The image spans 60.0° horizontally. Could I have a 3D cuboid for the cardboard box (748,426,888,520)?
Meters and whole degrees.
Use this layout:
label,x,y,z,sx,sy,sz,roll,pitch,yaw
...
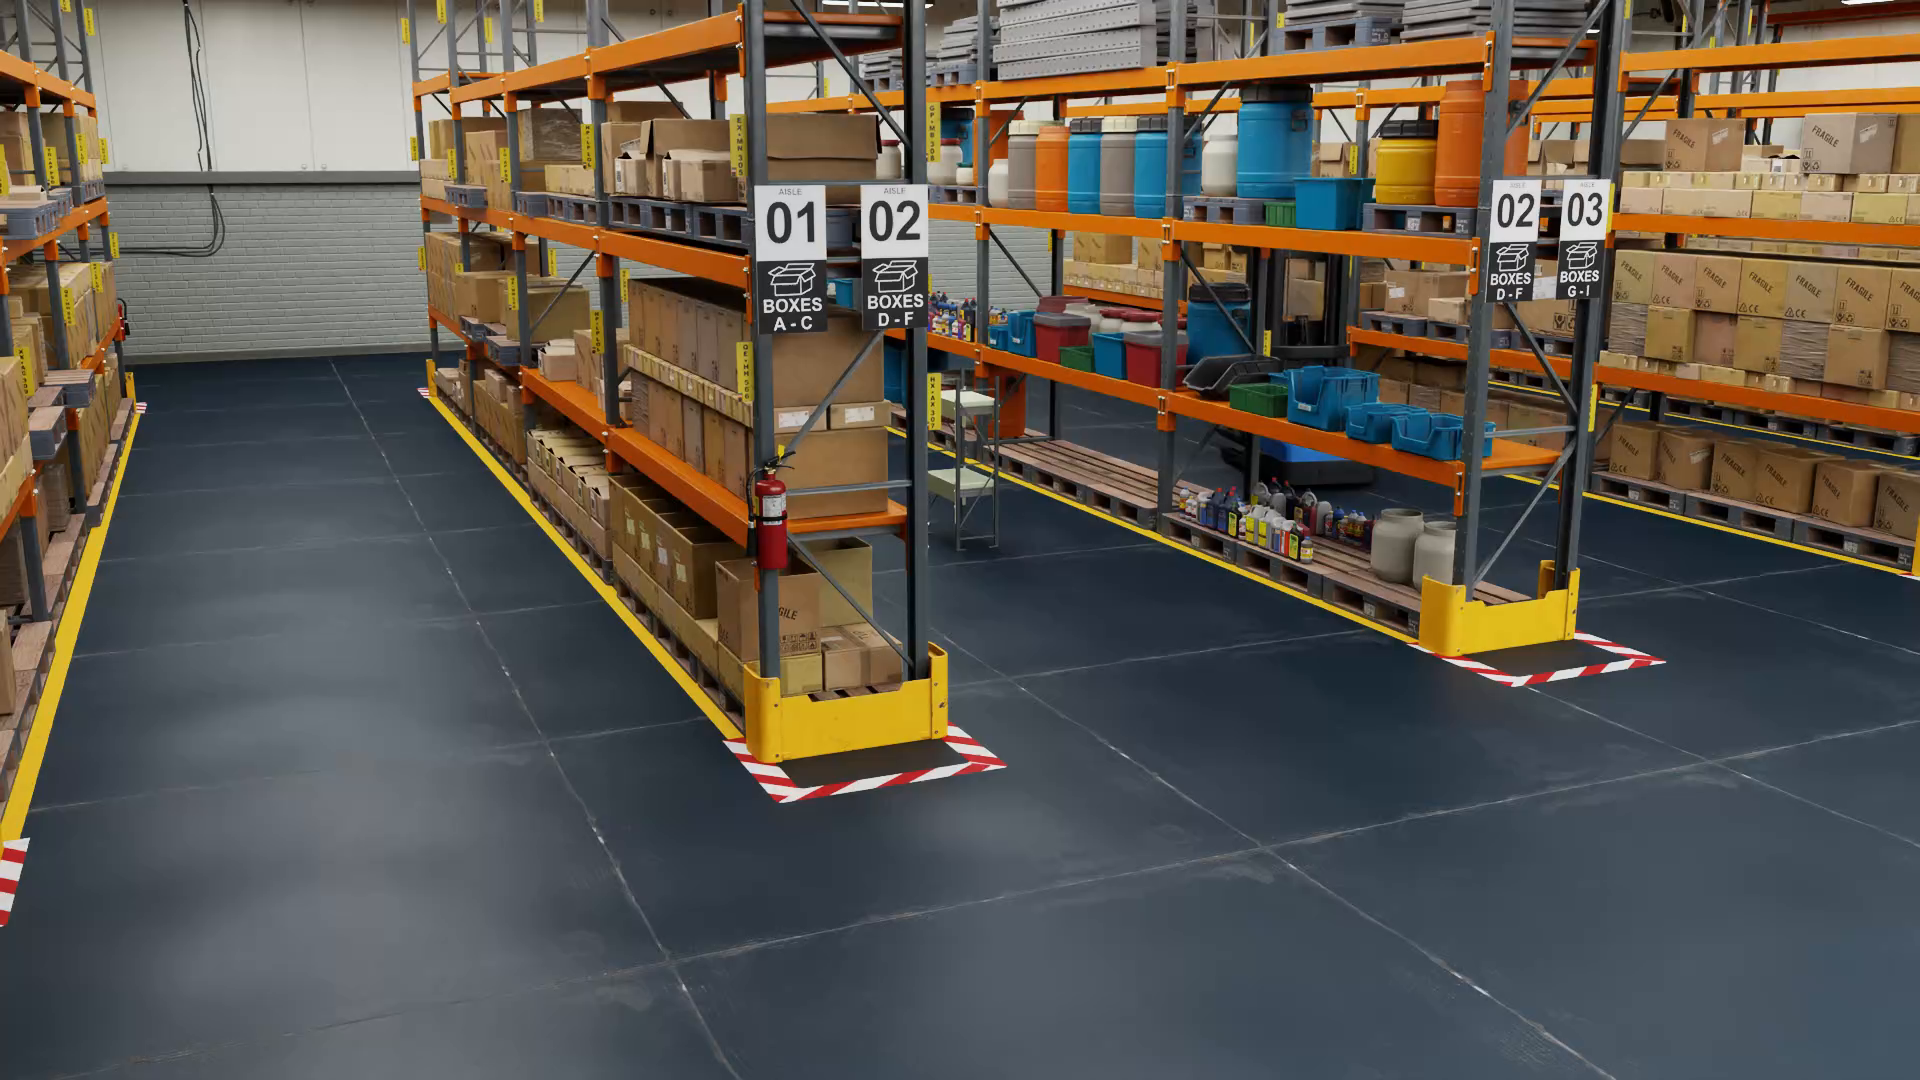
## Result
label,x,y,z,sx,sy,sz,roll,pitch,yaw
cardboard box,-0.842,-0.432,9.863,0.700,0.500,0.500,-6,14,-23

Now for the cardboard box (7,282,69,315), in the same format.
label,x,y,z,sx,sy,sz,roll,pitch,yaw
cardboard box,-8.366,-2.182,15.058,0.500,0.250,0.500,-5,14,-22

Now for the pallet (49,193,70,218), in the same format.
label,x,y,z,sx,sy,sz,roll,pitch,yaw
pallet,-8.715,-2.988,14.895,1.213,0.211,1.003,-5,14,-20

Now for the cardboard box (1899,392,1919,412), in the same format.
label,x,y,z,sx,sy,sz,roll,pitch,yaw
cardboard box,8.009,-1.149,13.741,0.380,0.149,0.250,-6,14,-23

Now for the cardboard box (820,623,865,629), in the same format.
label,x,y,z,sx,sy,sz,roll,pitch,yaw
cardboard box,-0.881,0.615,10.726,0.500,0.250,0.500,-6,14,-23

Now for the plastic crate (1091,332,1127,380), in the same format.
label,x,y,z,sx,sy,sz,roll,pitch,yaw
plastic crate,1.544,-1.751,15.818,0.392,0.384,0.575,-6,14,-23

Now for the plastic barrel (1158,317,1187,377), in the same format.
label,x,y,z,sx,sy,sz,roll,pitch,yaw
plastic barrel,2.089,-1.843,15.878,0.433,0.535,0.433,0,13,0

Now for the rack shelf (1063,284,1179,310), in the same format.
label,x,y,z,sx,sy,sz,roll,pitch,yaw
rack shelf,2.804,-3.722,25.894,1.077,0.370,4.000,-6,14,-23

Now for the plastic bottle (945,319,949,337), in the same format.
label,x,y,z,sx,sy,sz,roll,pitch,yaw
plastic bottle,-0.123,-2.467,19.318,0.097,0.201,0.097,0,13,0

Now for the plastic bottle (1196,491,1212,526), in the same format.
label,x,y,z,sx,sy,sz,roll,pitch,yaw
plastic bottle,2.152,-0.277,14.477,0.152,0.276,0.135,-5,14,-21

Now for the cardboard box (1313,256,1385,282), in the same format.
label,x,y,z,sx,sy,sz,roll,pitch,yaw
cardboard box,4.929,-3.523,20.992,0.797,0.503,0.637,-5,14,-21

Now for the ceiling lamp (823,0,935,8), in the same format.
label,x,y,z,sx,sy,sz,roll,pitch,yaw
ceiling lamp,-1.303,-10.587,27.710,2.000,3.185,0.800,-6,14,-23

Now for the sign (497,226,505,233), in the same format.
label,x,y,z,sx,sy,sz,roll,pitch,yaw
sign,-6.559,-4.356,23.768,0.100,0.325,0.005,-6,14,-23

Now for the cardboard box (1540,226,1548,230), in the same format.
label,x,y,z,sx,sy,sz,roll,pitch,yaw
cardboard box,11.014,-5.792,30.802,0.500,0.500,0.500,-6,14,-24

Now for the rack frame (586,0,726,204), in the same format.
label,x,y,z,sx,sy,sz,roll,pitch,yaw
rack frame,-2.269,-4.035,12.347,1.000,3.000,0.127,-6,14,-23

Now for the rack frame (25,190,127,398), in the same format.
label,x,y,z,sx,sy,sz,roll,pitch,yaw
rack frame,-11.613,-3.143,21.799,1.000,3.000,0.127,-6,14,-23

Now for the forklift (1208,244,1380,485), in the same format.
label,x,y,z,sx,sy,sz,roll,pitch,yaw
forklift,3.547,-2.269,18.175,1.130,2.935,3.031,-2,13,-10

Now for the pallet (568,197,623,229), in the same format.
label,x,y,z,sx,sy,sz,roll,pitch,yaw
pallet,-2.634,-2.662,13.489,0.805,0.209,1.217,-6,14,-25

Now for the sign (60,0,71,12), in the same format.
label,x,y,z,sx,sy,sz,roll,pitch,yaw
sign,-9.519,-5.785,17.660,0.100,0.325,0.005,-6,14,-23

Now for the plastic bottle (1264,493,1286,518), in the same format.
label,x,y,z,sx,sy,sz,roll,pitch,yaw
plastic bottle,2.744,-0.281,14.497,0.152,0.276,0.135,-6,14,-23

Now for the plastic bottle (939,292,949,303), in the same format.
label,x,y,z,sx,sy,sz,roll,pitch,yaw
plastic bottle,-0.191,-2.989,21.242,0.144,0.351,0.185,-6,14,-23

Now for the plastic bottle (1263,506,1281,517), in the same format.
label,x,y,z,sx,sy,sz,roll,pitch,yaw
plastic bottle,2.586,-0.134,13.861,0.152,0.276,0.135,-6,14,-23

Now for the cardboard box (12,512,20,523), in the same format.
label,x,y,z,sx,sy,sz,roll,pitch,yaw
cardboard box,-7.369,0.087,12.411,0.700,0.500,0.500,-6,14,-24

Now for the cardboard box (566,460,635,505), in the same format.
label,x,y,z,sx,sy,sz,roll,pitch,yaw
cardboard box,-3.106,-0.519,14.381,0.500,0.311,0.500,-6,14,-23

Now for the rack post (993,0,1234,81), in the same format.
label,x,y,z,sx,sy,sz,roll,pitch,yaw
rack post,1.403,-4.978,15.979,1.013,1.000,3.121,-6,14,-23

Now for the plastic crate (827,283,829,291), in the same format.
label,x,y,z,sx,sy,sz,roll,pitch,yaw
plastic crate,-2.091,-3.571,23.885,0.416,0.233,0.300,-6,14,-23

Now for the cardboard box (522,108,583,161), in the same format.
label,x,y,z,sx,sy,sz,roll,pitch,yaw
cardboard box,-4.040,-4.027,16.524,0.500,0.500,0.500,-6,14,-23

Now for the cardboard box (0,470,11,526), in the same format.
label,x,y,z,sx,sy,sz,roll,pitch,yaw
cardboard box,-5.729,-0.220,9.458,0.500,0.250,0.500,-5,14,-22

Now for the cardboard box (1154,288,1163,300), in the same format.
label,x,y,z,sx,sy,sz,roll,pitch,yaw
cardboard box,3.079,-3.623,24.430,0.380,0.149,0.250,-5,14,-22

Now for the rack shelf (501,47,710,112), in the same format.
label,x,y,z,sx,sy,sz,roll,pitch,yaw
rack shelf,-3.070,-3.903,14.259,1.077,0.370,4.000,-6,14,-23

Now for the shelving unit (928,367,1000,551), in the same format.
label,x,y,z,sx,sy,sz,roll,pitch,yaw
shelving unit,0.003,-0.729,14.695,0.431,1.500,0.755,-6,14,-23

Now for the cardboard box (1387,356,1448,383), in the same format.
label,x,y,z,sx,sy,sz,roll,pitch,yaw
cardboard box,5.503,-2.059,20.018,0.500,0.250,0.500,-5,14,-21

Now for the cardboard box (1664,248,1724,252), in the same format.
label,x,y,z,sx,sy,sz,roll,pitch,yaw
cardboard box,7.242,-2.619,16.434,0.500,0.500,0.500,-6,14,-23

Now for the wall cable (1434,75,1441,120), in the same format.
label,x,y,z,sx,sy,sz,roll,pitch,yaw
wall cable,11.804,-9.783,37.097,2.988,3.039,0.133,-6,14,-23

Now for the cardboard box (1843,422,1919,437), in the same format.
label,x,y,z,sx,sy,sz,roll,pitch,yaw
cardboard box,11.063,-1.662,19.457,1.050,0.750,0.750,-6,14,-23

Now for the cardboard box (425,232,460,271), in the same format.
label,x,y,z,sx,sy,sz,roll,pitch,yaw
cardboard box,-7.140,-4.012,23.113,0.500,0.500,0.500,-5,14,-21

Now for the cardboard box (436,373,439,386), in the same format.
label,x,y,z,sx,sy,sz,roll,pitch,yaw
cardboard box,-7.123,-2.256,23.274,0.380,0.166,0.250,-6,14,-23

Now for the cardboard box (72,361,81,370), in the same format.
label,x,y,z,sx,sy,sz,roll,pitch,yaw
cardboard box,-8.450,-1.582,15.567,0.380,0.149,0.250,-5,14,-21

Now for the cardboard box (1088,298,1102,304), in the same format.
label,x,y,z,sx,sy,sz,roll,pitch,yaw
cardboard box,2.332,-3.530,27.250,0.875,0.875,0.875,-6,14,-23

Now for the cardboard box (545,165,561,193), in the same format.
label,x,y,z,sx,sy,sz,roll,pitch,yaw
cardboard box,-3.638,-3.443,15.842,0.500,0.250,0.500,-7,15,-27

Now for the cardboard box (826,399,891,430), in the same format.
label,x,y,z,sx,sy,sz,roll,pitch,yaw
cardboard box,-0.627,-0.751,9.803,0.380,0.149,0.250,-6,14,-23

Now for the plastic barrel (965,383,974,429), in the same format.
label,x,y,z,sx,sy,sz,roll,pitch,yaw
plastic barrel,0.149,-1.586,19.656,0.421,0.512,0.421,0,13,0

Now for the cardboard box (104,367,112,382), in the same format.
label,x,y,z,sx,sy,sz,roll,pitch,yaw
cardboard box,-10.396,-1.979,19.940,0.380,0.149,0.250,-6,14,-25

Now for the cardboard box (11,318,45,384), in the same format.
label,x,y,z,sx,sy,sz,roll,pitch,yaw
cardboard box,-7.963,-1.544,13.693,0.700,0.500,0.500,-7,15,-28

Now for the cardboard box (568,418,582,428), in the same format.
label,x,y,z,sx,sy,sz,roll,pitch,yaw
cardboard box,-3.792,-1.055,17.344,0.500,0.500,0.500,-5,14,-21

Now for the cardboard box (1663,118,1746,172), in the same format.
label,x,y,z,sx,sy,sz,roll,pitch,yaw
cardboard box,7.223,-3.835,16.145,0.500,0.500,0.500,-6,14,-25

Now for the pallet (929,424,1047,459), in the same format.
label,x,y,z,sx,sy,sz,roll,pitch,yaw
pallet,0.315,-1.186,19.526,1.003,0.211,1.213,-6,14,-23

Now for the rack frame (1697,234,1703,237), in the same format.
label,x,y,z,sx,sy,sz,roll,pitch,yaw
rack frame,12.685,-4.554,27.895,1.000,3.000,0.127,-6,14,-23

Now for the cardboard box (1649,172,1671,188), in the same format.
label,x,y,z,sx,sy,sz,roll,pitch,yaw
cardboard box,6.826,-3.445,15.898,0.380,0.149,0.250,-6,14,-26

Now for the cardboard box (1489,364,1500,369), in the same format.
label,x,y,z,sx,sy,sz,roll,pitch,yaw
cardboard box,8.243,-2.896,25.344,0.500,0.500,0.500,-5,14,-21

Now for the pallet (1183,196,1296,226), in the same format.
label,x,y,z,sx,sy,sz,roll,pitch,yaw
pallet,2.650,-2.788,14.030,1.213,0.211,1.003,-6,14,-23

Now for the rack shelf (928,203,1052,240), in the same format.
label,x,y,z,sx,sy,sz,roll,pitch,yaw
rack shelf,-0.132,-3.909,20.052,1.077,0.370,4.000,-6,14,-23

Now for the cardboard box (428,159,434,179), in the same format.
label,x,y,z,sx,sy,sz,roll,pitch,yaw
cardboard box,-6.709,-4.887,21.905,0.500,0.250,0.500,-6,14,-23

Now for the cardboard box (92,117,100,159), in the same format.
label,x,y,z,sx,sy,sz,roll,pitch,yaw
cardboard box,-11.070,-5.024,20.788,0.500,0.500,0.500,-6,14,-23

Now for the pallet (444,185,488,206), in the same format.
label,x,y,z,sx,sy,sz,roll,pitch,yaw
pallet,-5.277,-3.994,19.238,1.213,0.211,1.003,-6,14,-23
